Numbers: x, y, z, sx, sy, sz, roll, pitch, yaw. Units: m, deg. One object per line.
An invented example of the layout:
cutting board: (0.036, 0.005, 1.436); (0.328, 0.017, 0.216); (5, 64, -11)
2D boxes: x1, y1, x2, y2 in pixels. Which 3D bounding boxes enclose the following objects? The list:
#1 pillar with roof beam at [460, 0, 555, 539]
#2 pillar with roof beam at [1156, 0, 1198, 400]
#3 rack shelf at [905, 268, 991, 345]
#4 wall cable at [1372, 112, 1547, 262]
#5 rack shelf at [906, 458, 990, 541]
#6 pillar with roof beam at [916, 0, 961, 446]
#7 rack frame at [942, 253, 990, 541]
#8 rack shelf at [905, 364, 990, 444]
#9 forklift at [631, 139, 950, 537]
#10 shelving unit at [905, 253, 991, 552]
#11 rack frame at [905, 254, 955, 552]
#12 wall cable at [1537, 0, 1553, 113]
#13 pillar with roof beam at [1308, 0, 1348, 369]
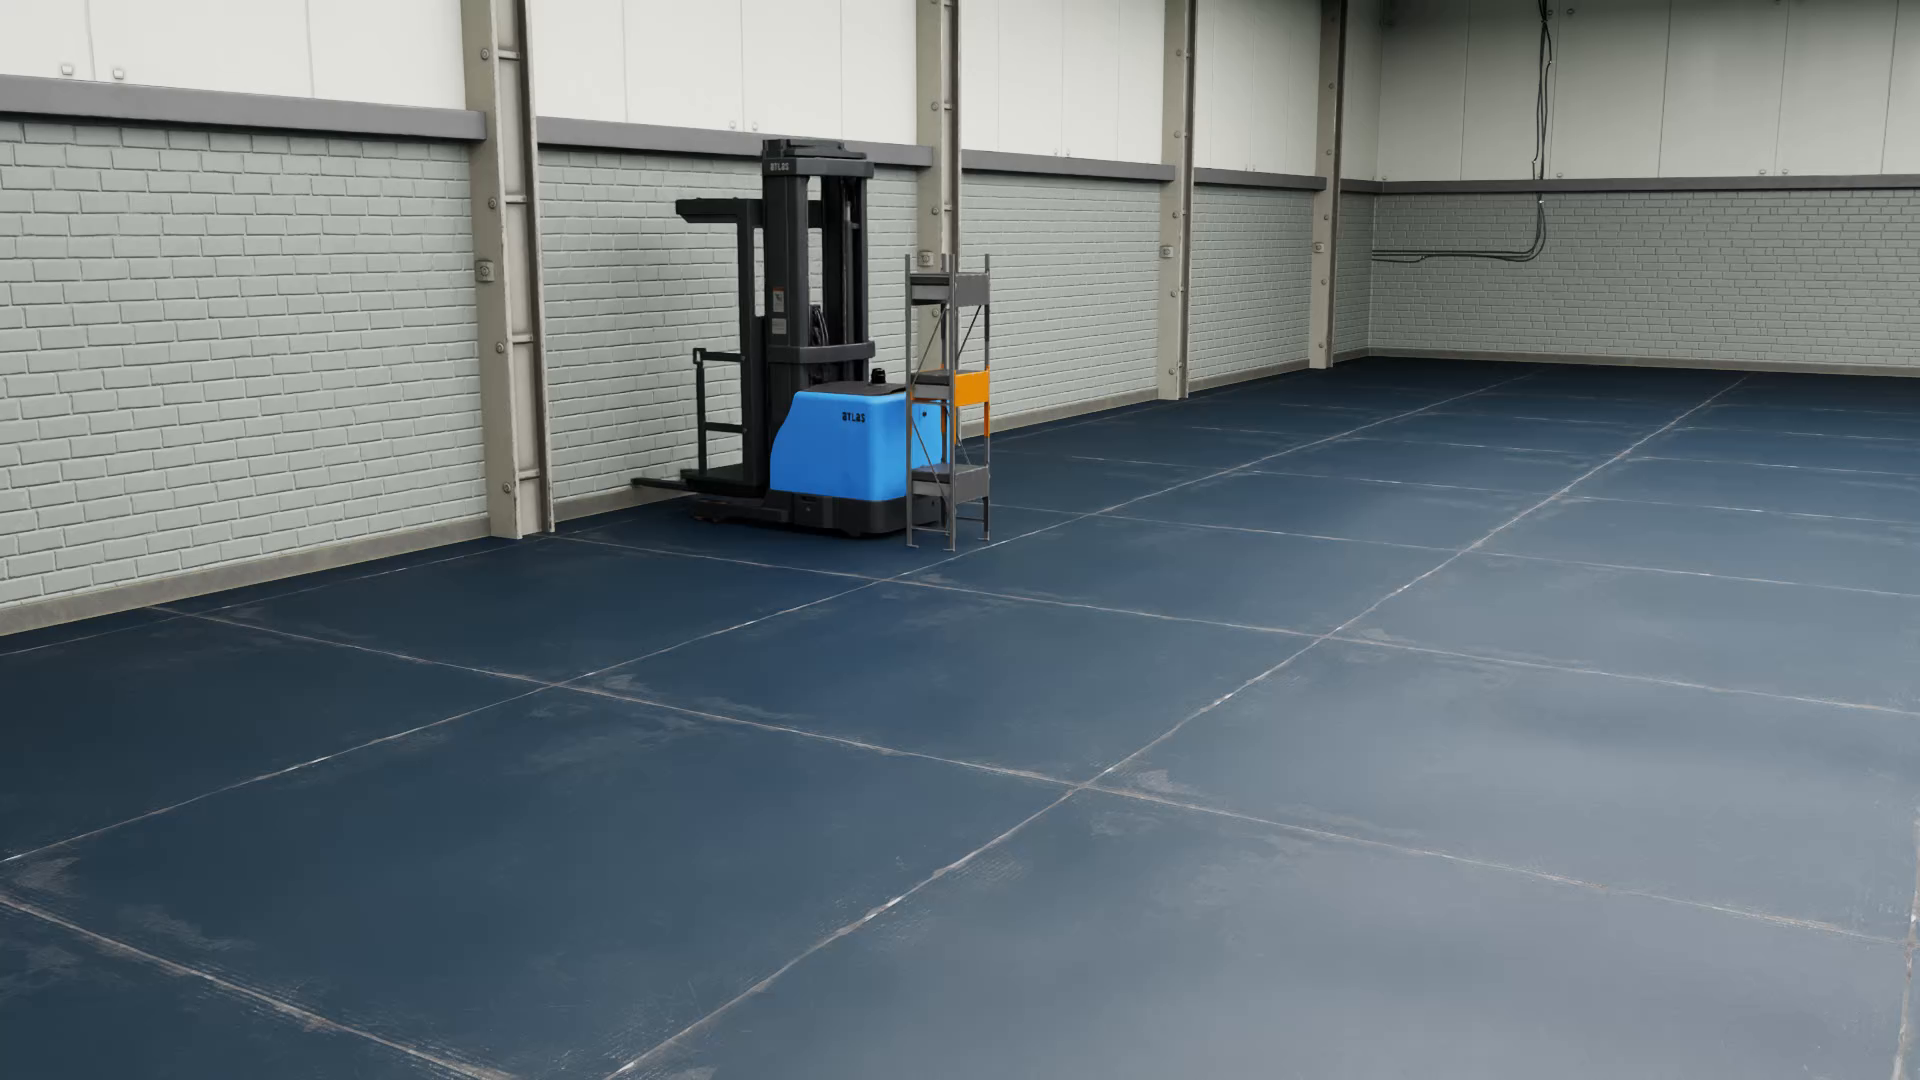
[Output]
pillar with roof beam: (0.348, -4.064, 9.622); (9.100, 9.000, 0.400); (6, 12, 31)
pillar with roof beam: (6.578, -5.951, 19.702); (9.100, 9.000, 0.400); (6, 12, 31)
rack shelf: (-0.086, -1.681, 11.910); (0.431, 0.518, 0.480); (6, 12, 31)
wall cable: (8.673, -6.117, 29.025); (3.097, 2.526, 0.112); (6, 12, 31)
rack shelf: (-0.086, -0.305, 12.168); (0.431, 0.518, 0.480); (6, 12, 31)
pillar with roof beam: (3.463, -5.008, 14.662); (9.100, 9.000, 0.400); (6, 12, 31)
rack frame: (0.041, -1.044, 12.241); (0.400, 2.100, 0.015); (6, 12, 31)
rack shelf: (-0.086, -0.993, 12.039); (0.431, 0.518, 0.480); (6, 12, 31)
forklift: (-1.534, -1.649, 13.211); (3.031, 2.935, 1.130); (7, 13, 34)
shelving unit: (-0.086, -1.006, 12.036); (0.431, 2.100, 0.503); (6, 12, 31)
rack frame: (-0.213, -0.968, 11.831); (0.400, 2.100, 0.015); (6, 12, 31)
wall cable: (10.985, -8.341, 27.180); (3.097, 2.526, 0.112); (6, 12, 31)
pillar with roof beam: (9.693, -6.895, 24.743); (9.100, 9.000, 0.400); (6, 12, 31)
